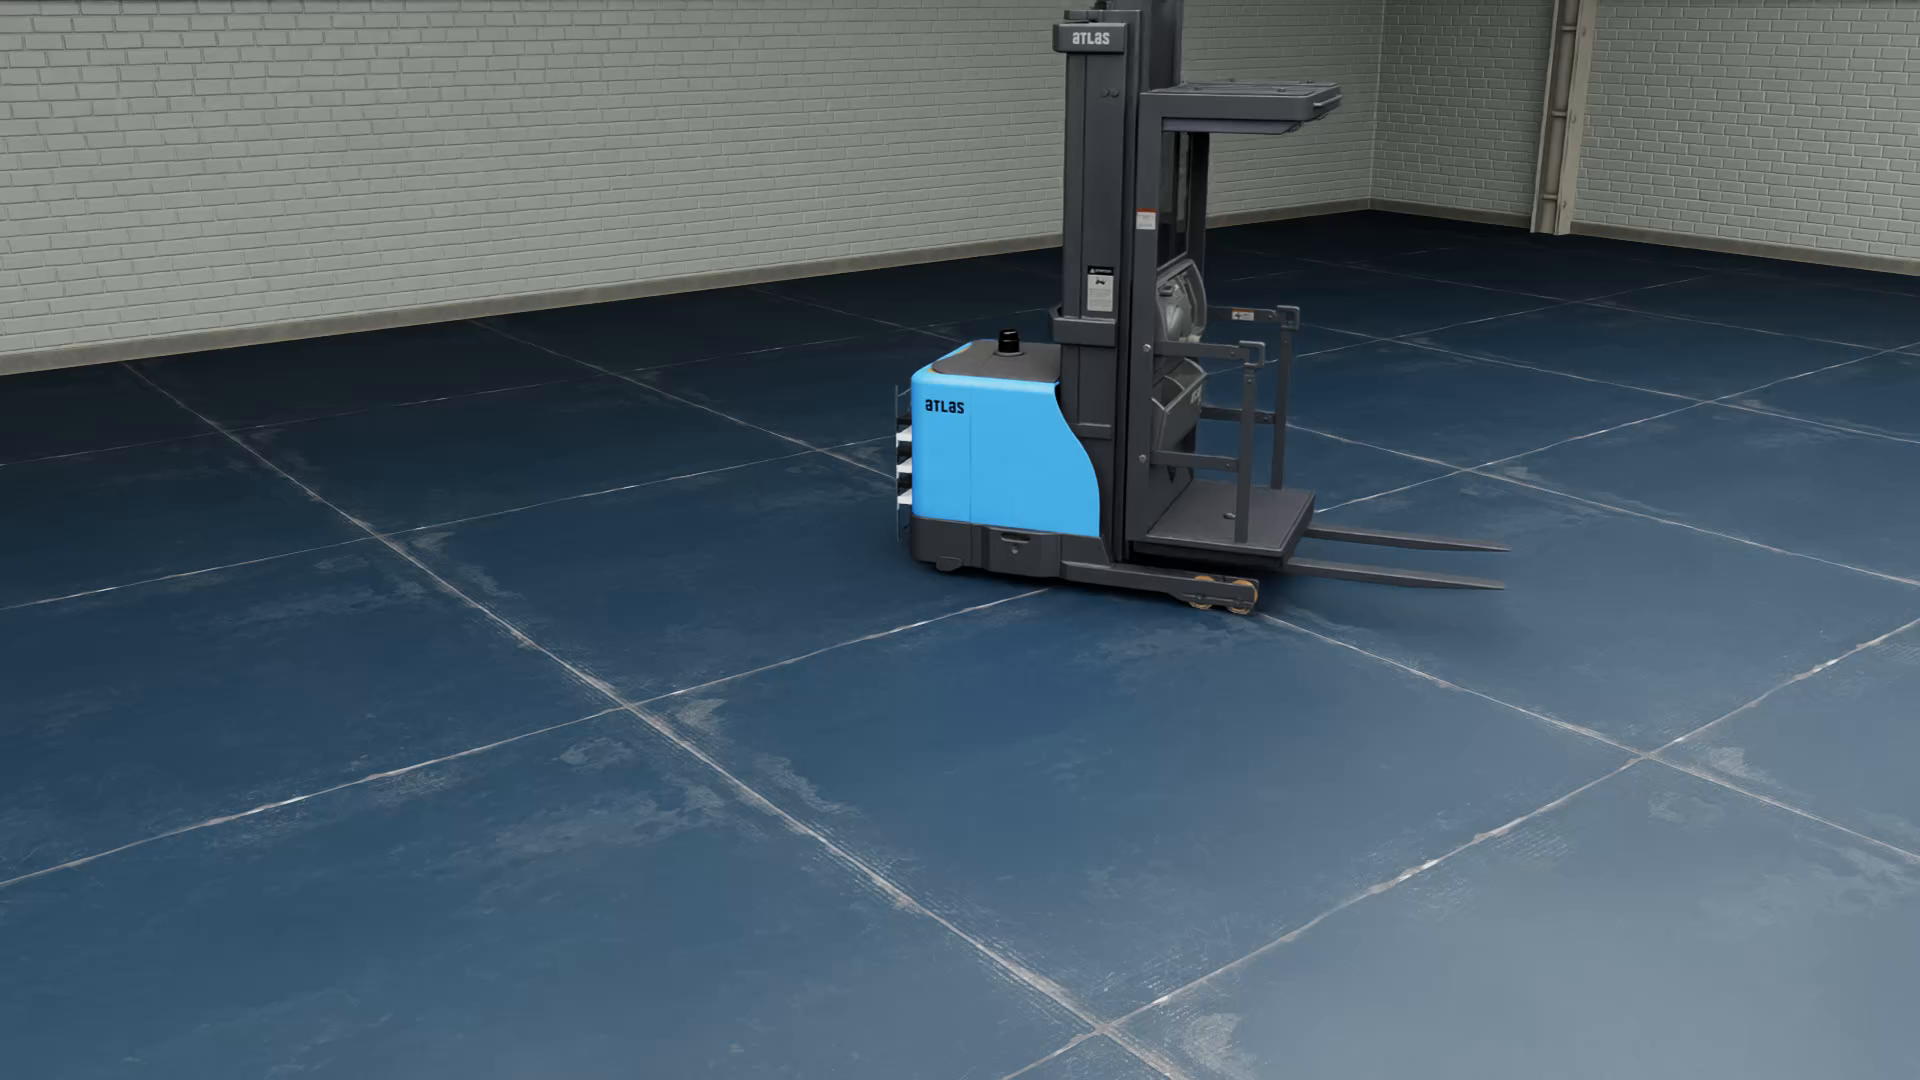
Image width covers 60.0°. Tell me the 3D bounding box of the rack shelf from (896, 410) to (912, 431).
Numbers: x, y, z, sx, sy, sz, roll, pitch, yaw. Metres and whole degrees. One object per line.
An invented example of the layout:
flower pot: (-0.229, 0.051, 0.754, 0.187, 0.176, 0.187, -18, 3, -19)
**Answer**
rack shelf: (-0.212, -0.658, 9.165, 0.200, 0.077, 0.258, 7, 19, 19)

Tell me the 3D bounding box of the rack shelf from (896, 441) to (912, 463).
rack shelf: (-0.211, -0.487, 9.221, 0.200, 0.077, 0.258, 7, 19, 19)

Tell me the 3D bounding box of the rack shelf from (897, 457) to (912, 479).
rack shelf: (-0.211, -0.402, 9.250, 0.200, 0.077, 0.258, 7, 19, 19)

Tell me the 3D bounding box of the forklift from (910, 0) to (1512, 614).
forklift: (1.305, -1.213, 8.362, 3.031, 2.935, 1.130, 7, 19, 19)

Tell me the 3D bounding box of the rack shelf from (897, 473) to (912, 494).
rack shelf: (-0.211, -0.316, 9.278, 0.200, 0.077, 0.258, 7, 19, 19)

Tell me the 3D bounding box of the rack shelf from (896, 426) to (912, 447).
rack shelf: (-0.212, -0.573, 9.193, 0.200, 0.077, 0.258, 7, 19, 19)

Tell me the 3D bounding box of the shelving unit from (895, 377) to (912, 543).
shelving unit: (-0.211, -0.433, 9.239, 0.210, 0.900, 0.258, 7, 19, 19)

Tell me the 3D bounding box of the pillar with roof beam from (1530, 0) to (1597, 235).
pillar with roof beam: (4.147, -7.349, 17.240, 9.100, 9.000, 0.400, -14, 23, -36)

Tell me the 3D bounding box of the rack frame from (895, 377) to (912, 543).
rack frame: (-0.307, -0.444, 9.273, 0.006, 0.900, 0.240, 7, 19, 19)

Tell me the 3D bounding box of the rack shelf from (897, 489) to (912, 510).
rack shelf: (-0.211, -0.231, 9.306, 0.200, 0.077, 0.258, 7, 19, 19)
